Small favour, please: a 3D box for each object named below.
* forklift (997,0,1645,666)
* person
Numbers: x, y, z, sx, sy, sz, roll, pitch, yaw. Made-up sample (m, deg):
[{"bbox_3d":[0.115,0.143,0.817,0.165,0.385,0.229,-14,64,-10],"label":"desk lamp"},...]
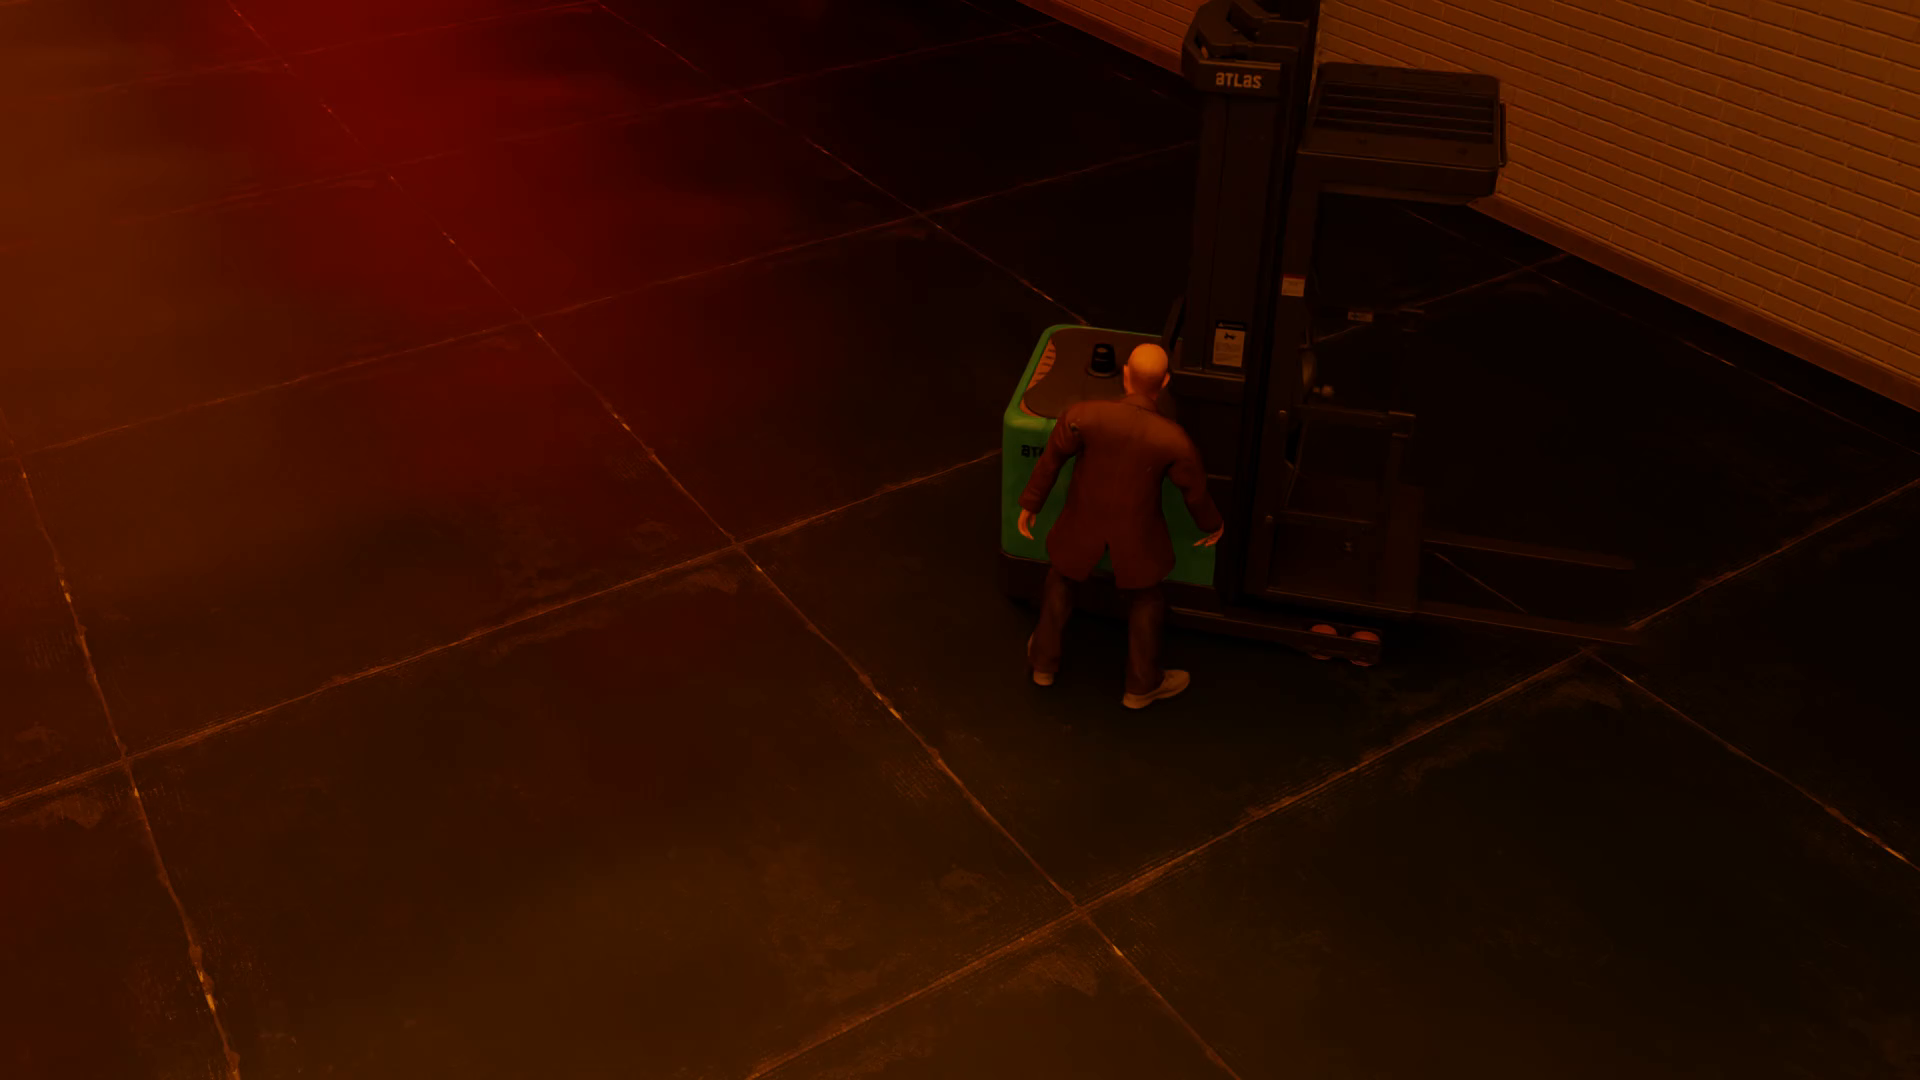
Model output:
[{"bbox_3d":[1.760,-0.943,7.489,3.031,2.935,1.130,9,36,12],"label":"forklift"},{"bbox_3d":[0.701,-0.063,7.281,0.885,1.741,0.422,8,36,11],"label":"person"}]
